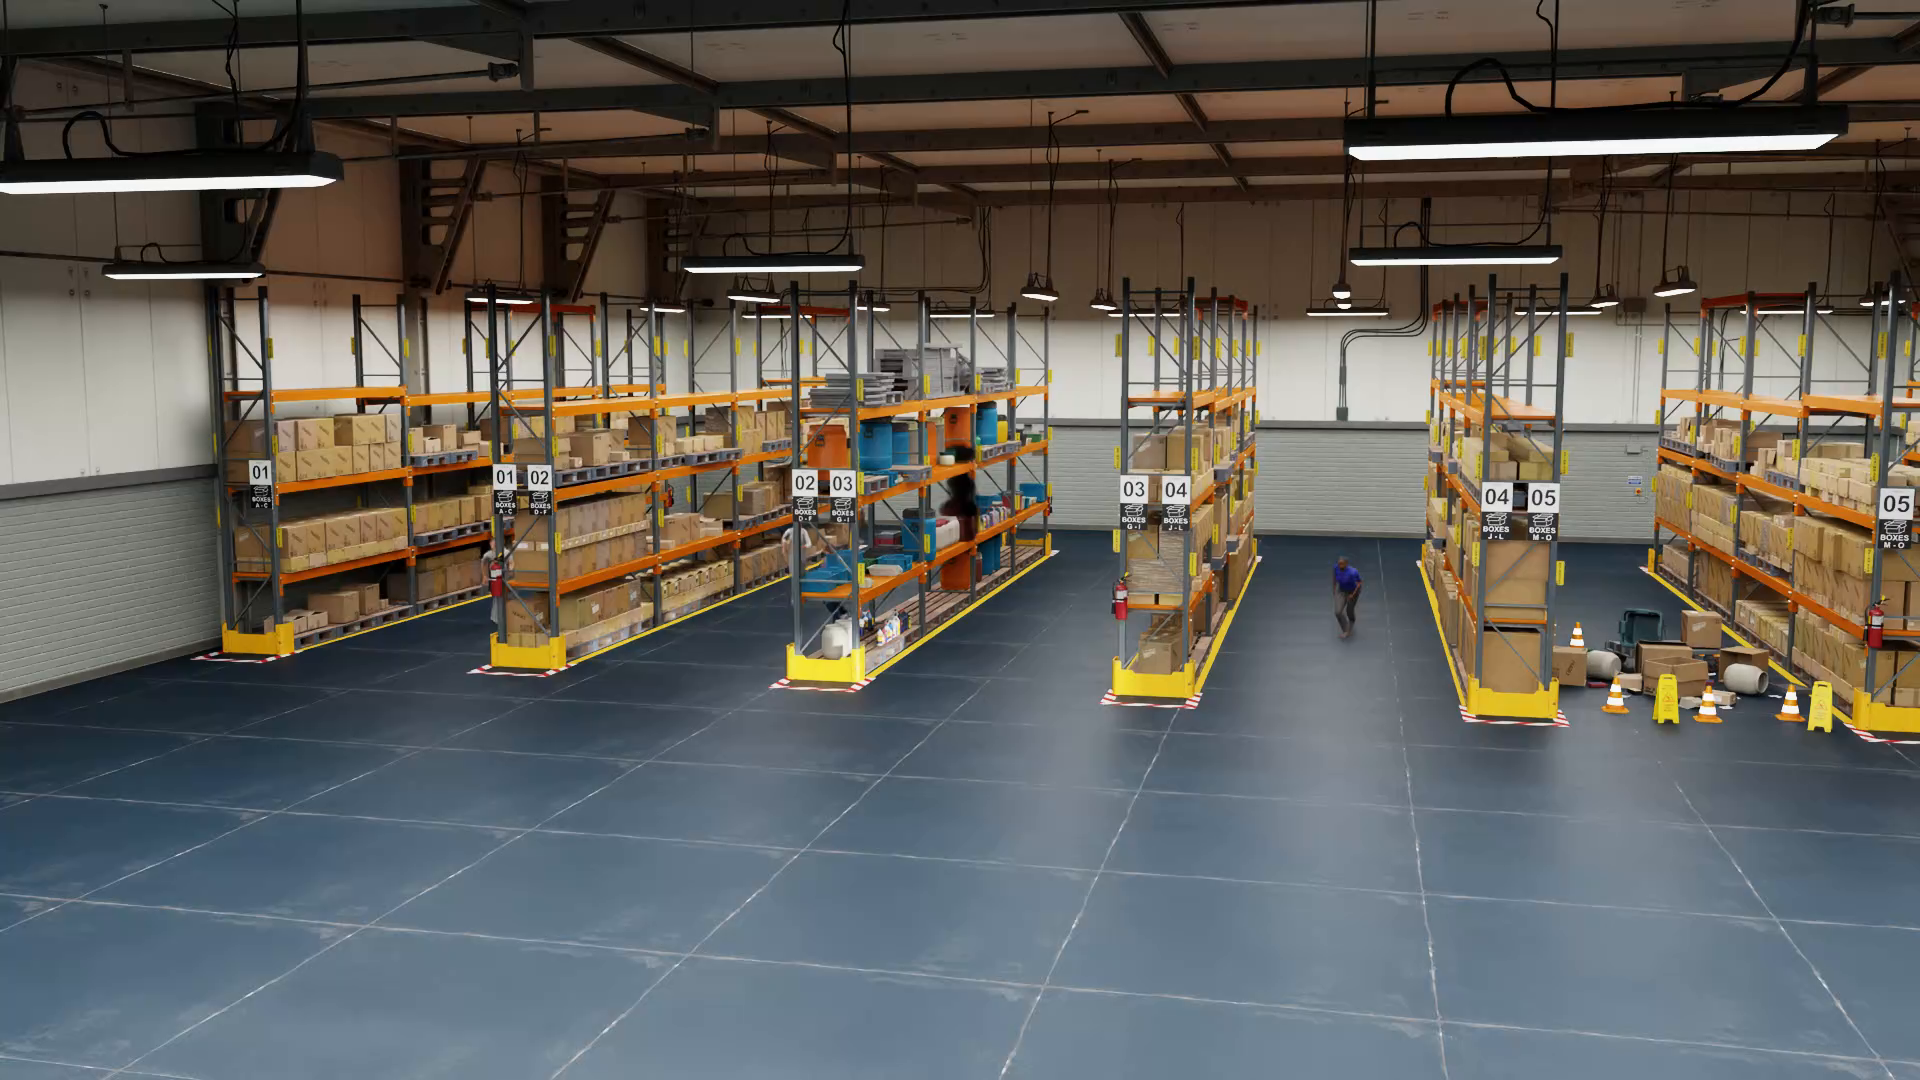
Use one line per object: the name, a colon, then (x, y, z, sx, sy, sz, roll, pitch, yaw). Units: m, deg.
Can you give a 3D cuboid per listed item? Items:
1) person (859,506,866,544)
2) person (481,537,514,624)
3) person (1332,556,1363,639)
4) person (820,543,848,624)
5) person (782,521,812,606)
person: (-2.737, -0.751, 42.720, 0.602, 1.714, 0.722, 2, 7, 18)
person: (-8.428, 0.740, 30.487, 0.581, 1.626, 0.782, -5, 8, -36)
person: (6.789, 0.957, 28.997, 0.561, 1.469, 1.035, 4, 8, 30)
person: (-2.237, 0.803, 29.862, 0.565, 1.553, 0.570, -3, 7, -26)
person: (-3.033, 0.365, 30.910, 0.571, 1.636, 0.802, 0, 7, 1)
